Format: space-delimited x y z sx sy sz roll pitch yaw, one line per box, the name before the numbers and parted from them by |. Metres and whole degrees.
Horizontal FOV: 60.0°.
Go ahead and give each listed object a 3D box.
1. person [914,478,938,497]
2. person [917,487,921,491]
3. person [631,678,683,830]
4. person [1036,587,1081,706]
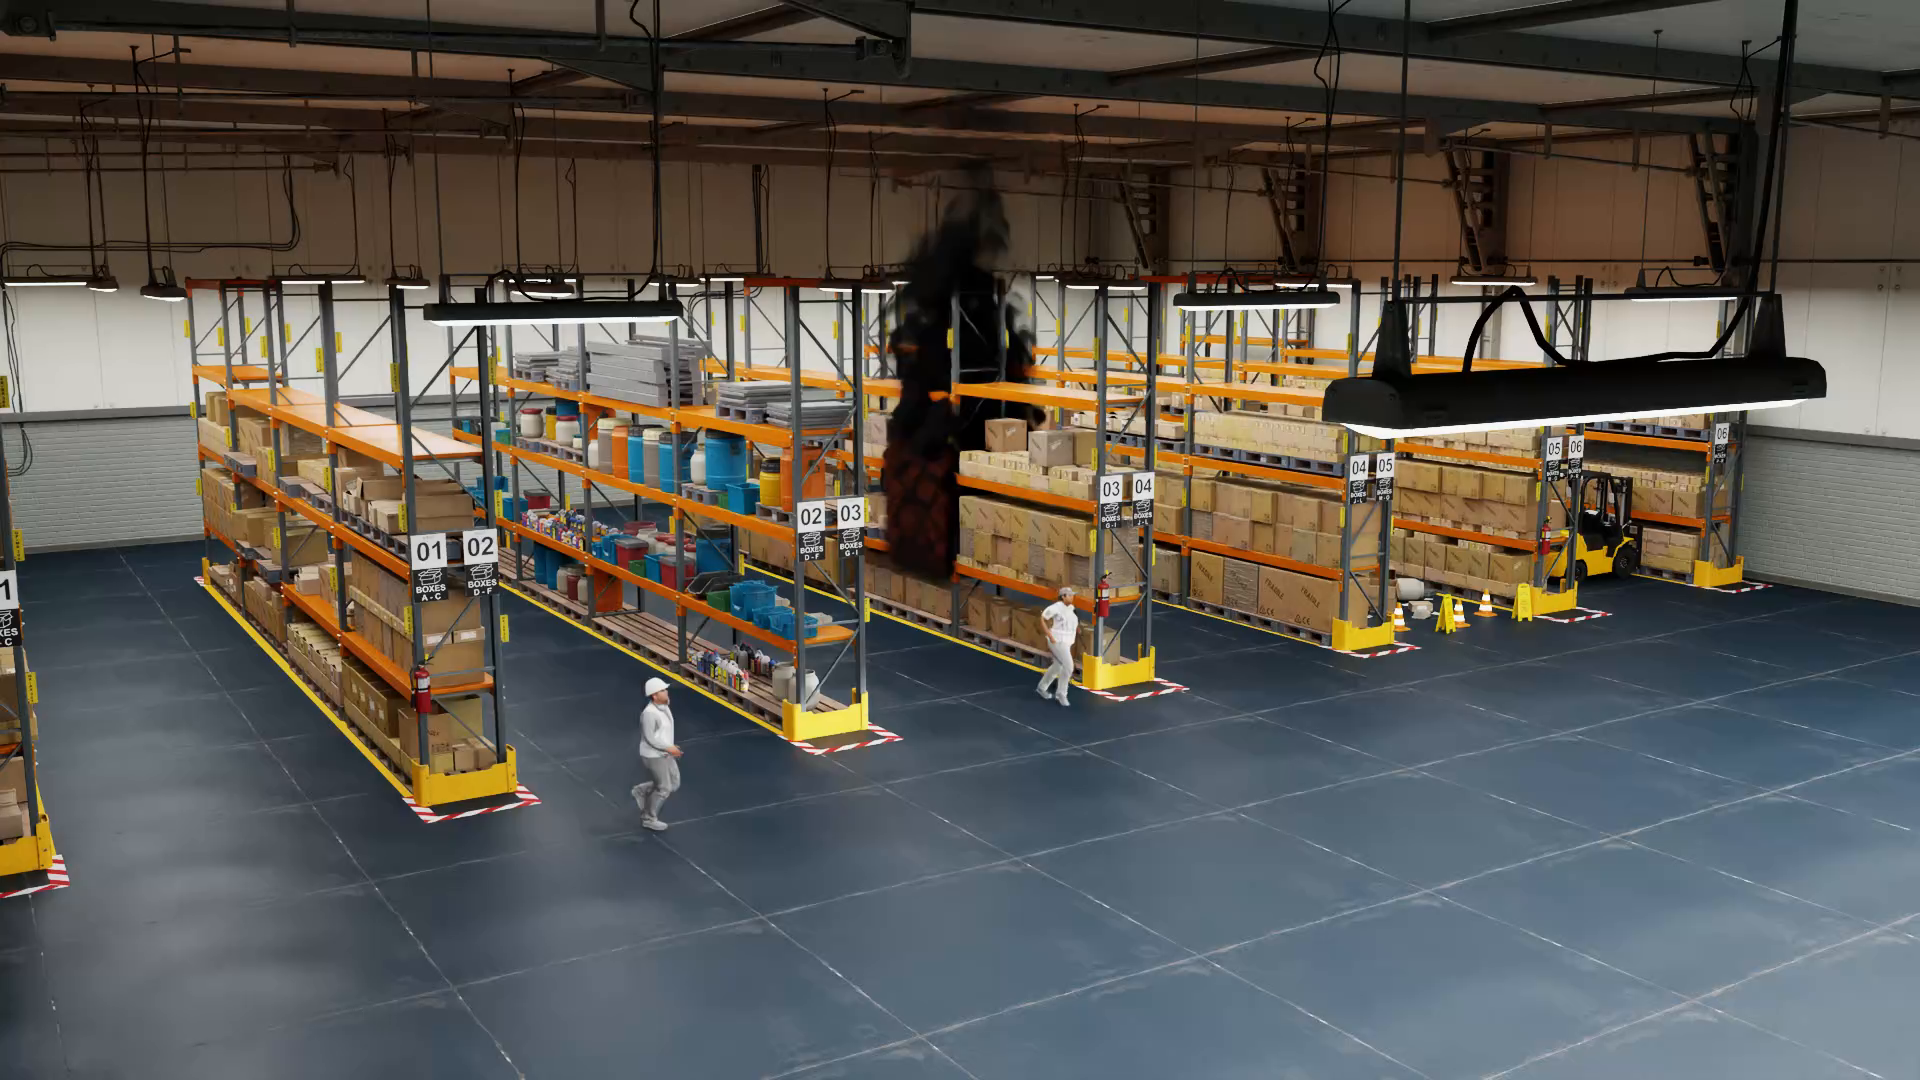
person | -0.600 -0.548 35.934 0.675 1.732 0.679 -7 12 -38
person | -0.864 -1.750 43.100 0.940 1.806 0.710 -5 11 -25
person | -3.405 2.385 18.677 0.646 1.735 0.679 1 10 4
person | 1.451 1.524 24.126 0.682 1.704 0.610 6 11 31
